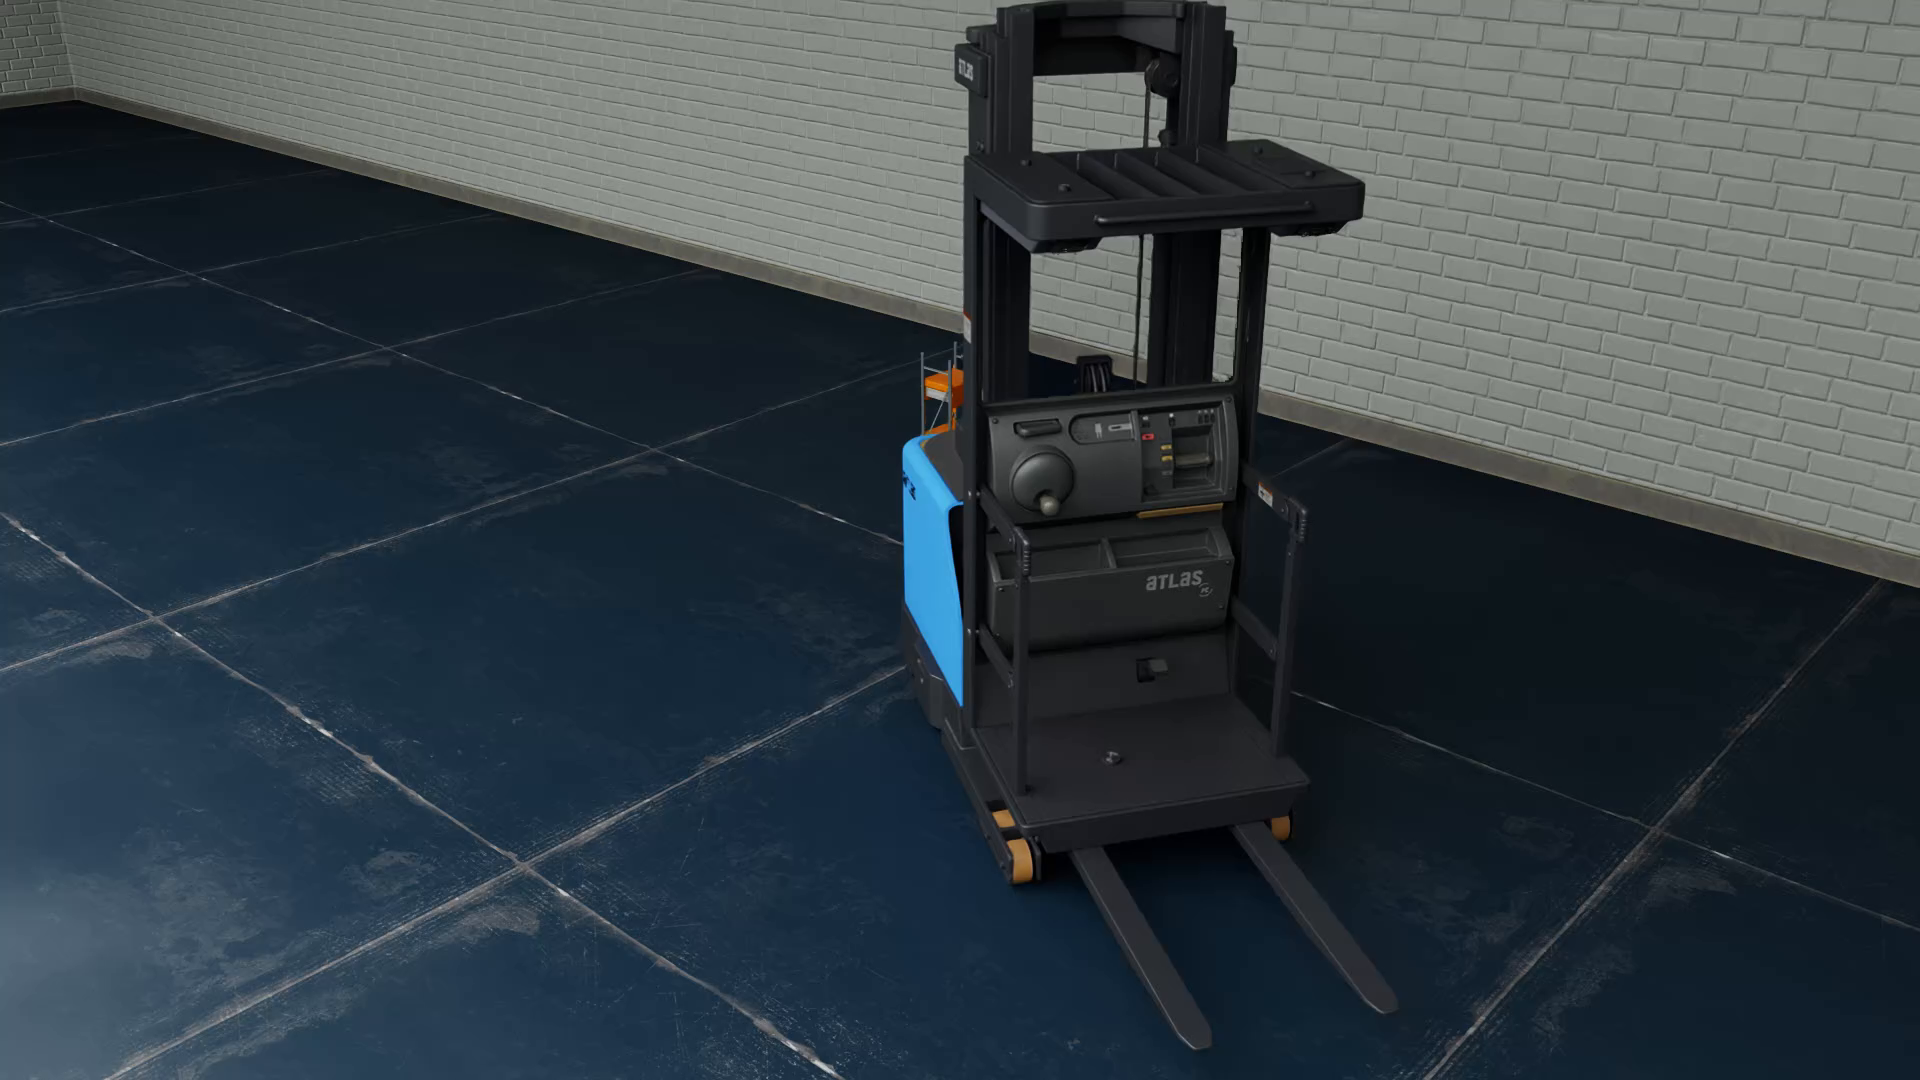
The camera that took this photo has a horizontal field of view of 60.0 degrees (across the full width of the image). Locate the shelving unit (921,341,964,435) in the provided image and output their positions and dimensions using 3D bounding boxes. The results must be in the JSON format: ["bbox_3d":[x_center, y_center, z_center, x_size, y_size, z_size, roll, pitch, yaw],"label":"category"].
[{"bbox_3d":[-0.036,-0.463,8.499,0.215,1.050,0.252,20,31,38],"label":"shelving unit"}]

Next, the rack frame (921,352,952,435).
[{"bbox_3d":[-0.117,-0.426,8.416,0.200,1.050,0.008,20,31,38],"label":"rack frame"}]

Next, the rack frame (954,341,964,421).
[{"bbox_3d":[0.046,-0.500,8.582,0.200,1.050,0.008,20,31,38],"label":"rack frame"}]

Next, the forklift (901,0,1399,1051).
[{"bbox_3d":[0.615,-0.273,5.777,1.130,2.935,3.031,-6,25,-14],"label":"forklift"}]

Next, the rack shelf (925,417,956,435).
[{"bbox_3d":[-0.036,-0.453,8.503,0.215,0.259,0.240,20,31,38],"label":"rack shelf"}]

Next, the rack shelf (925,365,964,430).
[{"bbox_3d":[-0.036,-0.712,8.387,0.215,0.259,0.240,20,31,38],"label":"rack shelf"}]
